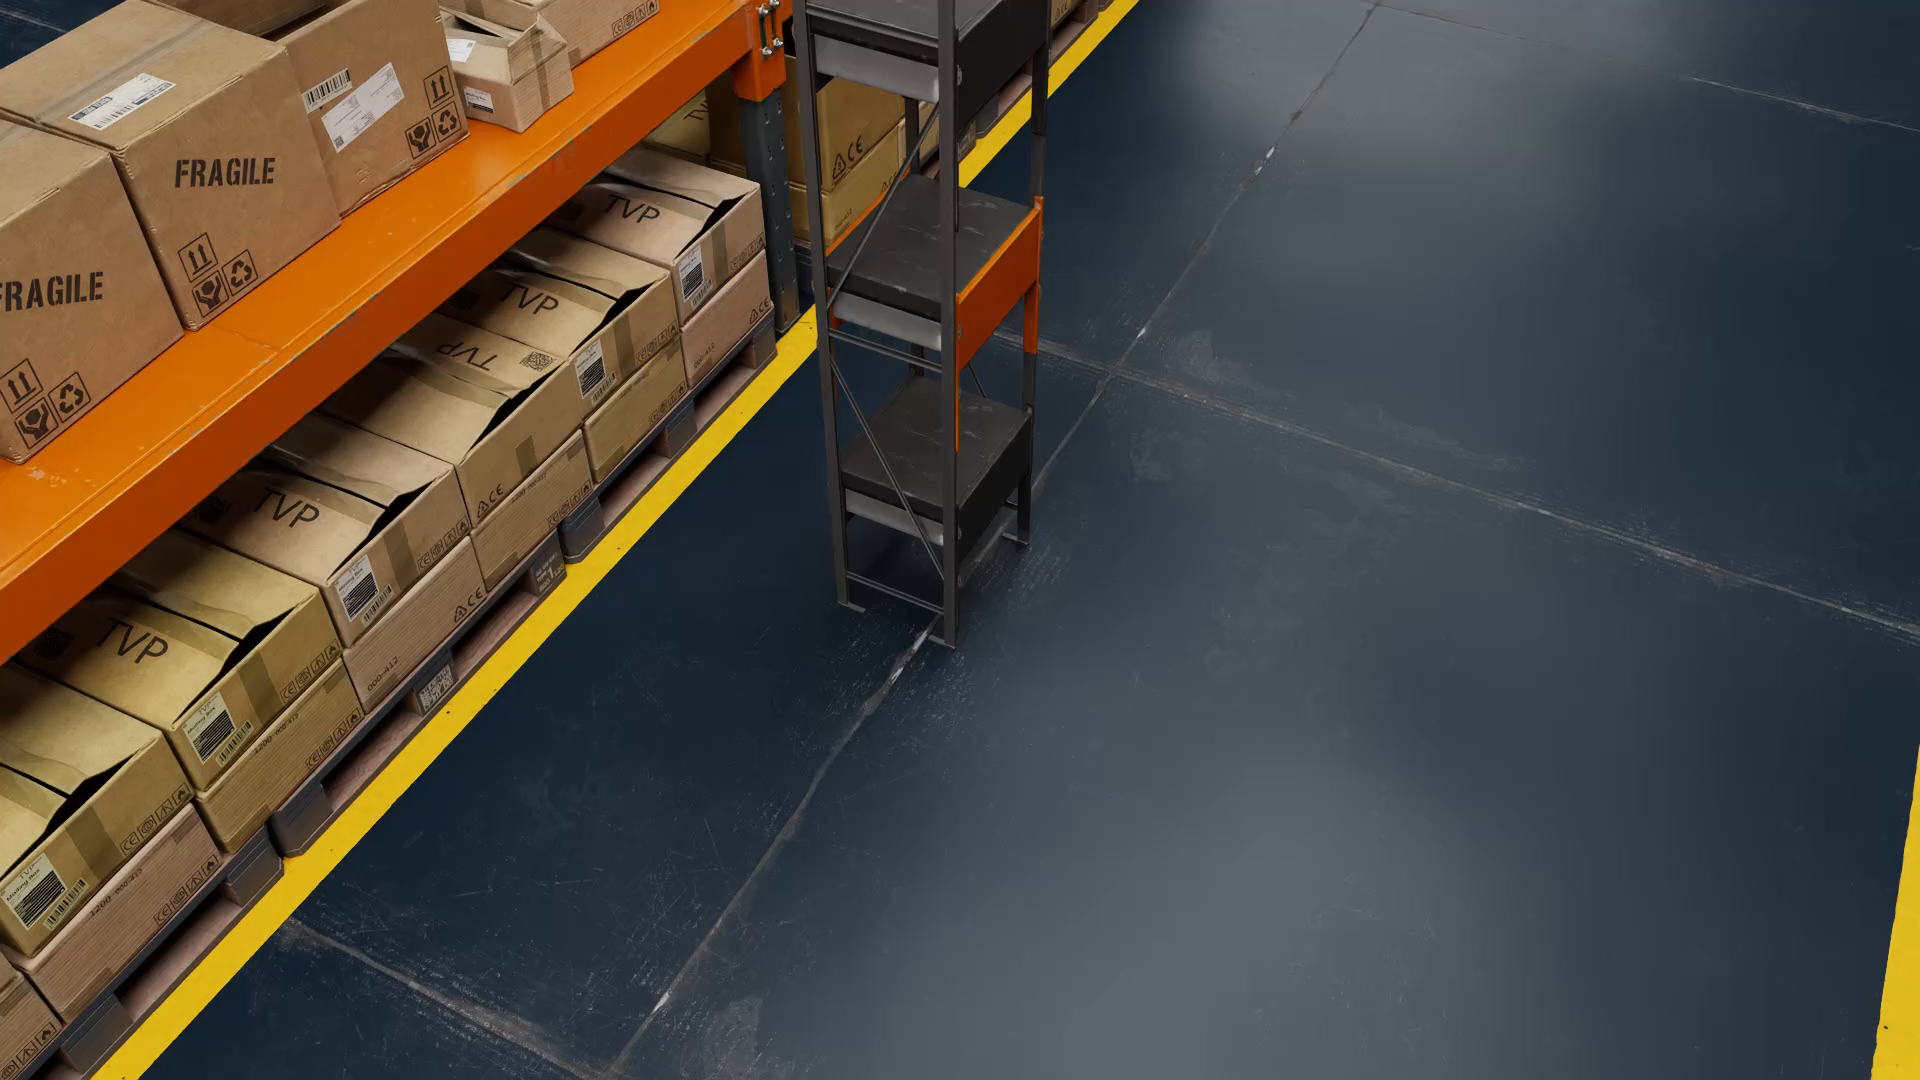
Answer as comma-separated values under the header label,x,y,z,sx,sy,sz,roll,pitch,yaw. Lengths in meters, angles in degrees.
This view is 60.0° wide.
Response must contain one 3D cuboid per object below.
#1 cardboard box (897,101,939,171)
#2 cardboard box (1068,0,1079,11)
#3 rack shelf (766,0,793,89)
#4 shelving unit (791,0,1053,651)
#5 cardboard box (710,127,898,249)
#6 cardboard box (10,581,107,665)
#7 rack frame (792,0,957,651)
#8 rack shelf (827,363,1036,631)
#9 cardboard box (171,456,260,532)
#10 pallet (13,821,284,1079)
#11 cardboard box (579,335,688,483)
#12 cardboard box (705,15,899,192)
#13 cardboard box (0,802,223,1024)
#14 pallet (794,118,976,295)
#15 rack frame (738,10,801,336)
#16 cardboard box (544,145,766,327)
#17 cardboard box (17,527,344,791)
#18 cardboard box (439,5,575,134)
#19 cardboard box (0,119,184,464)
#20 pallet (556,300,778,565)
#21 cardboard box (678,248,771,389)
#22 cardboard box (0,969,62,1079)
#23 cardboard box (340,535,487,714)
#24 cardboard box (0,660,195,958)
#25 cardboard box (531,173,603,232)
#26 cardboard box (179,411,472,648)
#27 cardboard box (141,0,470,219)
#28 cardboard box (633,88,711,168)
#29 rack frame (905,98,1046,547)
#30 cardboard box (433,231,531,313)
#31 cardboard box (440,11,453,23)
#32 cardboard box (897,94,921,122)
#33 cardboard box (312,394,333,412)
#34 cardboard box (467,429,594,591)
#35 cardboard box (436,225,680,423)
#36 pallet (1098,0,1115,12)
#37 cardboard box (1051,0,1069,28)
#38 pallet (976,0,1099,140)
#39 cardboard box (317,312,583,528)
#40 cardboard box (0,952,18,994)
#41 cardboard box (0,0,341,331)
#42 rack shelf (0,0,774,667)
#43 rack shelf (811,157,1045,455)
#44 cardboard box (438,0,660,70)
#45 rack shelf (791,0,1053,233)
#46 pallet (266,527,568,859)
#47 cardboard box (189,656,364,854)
label,x,y,z,sx,sy,sz,roll,pitch,yaw
cardboard box,-0.329,-1.677,6.436,0.500,0.250,0.500,20,49,19
cardboard box,0.368,-2.621,7.370,0.500,0.250,0.500,20,49,19
rack shelf,-0.121,-2.998,6.609,1.077,0.370,4.000,20,49,19
shelving unit,-0.077,-0.634,4.400,0.431,2.100,0.503,20,49,19
cardboard box,-0.566,-1.364,6.127,0.500,0.250,0.500,20,49,19
cardboard box,-2.409,0.093,4.292,0.500,0.311,0.500,20,49,19
rack frame,-0.190,-0.480,4.248,0.400,2.100,0.015,20,49,19
rack shelf,-0.077,-0.132,4.908,0.431,0.518,0.480,20,49,19
cardboard box,-2.174,-0.222,4.604,0.500,0.311,0.500,22,49,20
pallet,-2.490,1.004,4.109,1.003,0.211,1.213,20,49,19
cardboard box,-1.222,-0.497,5.270,0.500,0.250,0.500,20,49,18
cardboard box,-0.557,-1.624,5.857,0.500,0.500,0.500,20,49,19
cardboard box,-2.170,0.798,3.990,0.500,0.250,0.500,19,48,18
pallet,-0.643,-1.497,6.581,1.003,0.211,1.213,20,49,19
rack frame,-1.049,-1.990,5.108,1.000,3.000,0.127,20,49,19
cardboard box,-0.984,-1.019,5.392,0.500,0.311,0.500,20,49,19
cardboard box,-1.928,0.264,4.124,0.500,0.311,0.500,19,48,18
cardboard box,-1.295,-1.329,4.549,0.396,0.266,0.258,19,48,18
cardboard box,-2.142,-0.568,3.632,0.500,0.500,0.500,18,48,17
pallet,-1.357,-0.533,5.629,1.003,0.211,1.213,20,49,19
cardboard box,-0.985,-0.815,5.584,0.500,0.250,0.500,20,49,19
cardboard box,-2.403,1.115,3.677,0.500,0.250,0.500,20,49,19
cardboard box,-1.696,0.146,4.635,0.500,0.250,0.500,21,49,20
cardboard box,-2.167,0.585,3.807,0.500,0.311,0.500,19,48,18
cardboard box,-1.462,-1.191,5.561,0.500,0.311,0.500,21,49,19
cardboard box,-1.690,-0.060,4.444,0.500,0.311,0.500,20,49,19
cardboard box,-1.665,-1.215,4.272,0.500,0.500,0.500,24,50,22
cardboard box,-1.028,-1.536,6.297,0.500,0.250,0.500,20,49,19
rack frame,0.036,-0.788,4.552,0.400,2.100,0.015,20,49,19
cardboard box,-1.699,-0.877,5.251,0.500,0.311,0.500,20,49,19
cardboard box,-1.642,-1.411,4.713,0.380,0.149,0.250,20,49,19
cardboard box,-0.332,-1.941,6.171,0.500,0.500,0.500,20,49,19
cardboard box,-1.938,-0.550,4.929,0.500,0.311,0.500,19,48,18
cardboard box,-1.459,-0.174,4.951,0.500,0.250,0.500,21,49,20
cardboard box,-1.219,-0.689,5.066,0.500,0.311,0.500,22,49,20
pallet,0.489,-3.035,8.101,1.003,0.211,1.213,20,49,19
cardboard box,0.134,-2.307,7.059,0.500,0.250,0.500,20,49,19
pallet,-0.078,-2.269,7.344,1.003,0.211,1.213,20,49,19
cardboard box,-1.453,-0.375,4.756,0.500,0.311,0.500,20,49,19
cardboard box,-2.403,0.918,3.477,0.500,0.311,0.500,22,49,20
cardboard box,-1.897,-0.900,3.960,0.500,0.500,0.500,21,49,19
rack shelf,-1.978,-0.478,4.119,1.077,0.370,4.000,20,49,19
rack shelf,-0.077,-0.624,4.410,0.431,0.518,0.480,20,49,19
cardboard box,-1.239,-1.613,4.841,0.500,0.250,0.500,23,50,21
rack shelf,-0.077,-1.116,3.912,0.431,0.518,0.480,20,49,19
pallet,-1.922,0.238,4.866,1.003,0.211,1.213,20,49,19
cardboard box,-1.934,0.469,4.316,0.500,0.250,0.500,19,48,18
